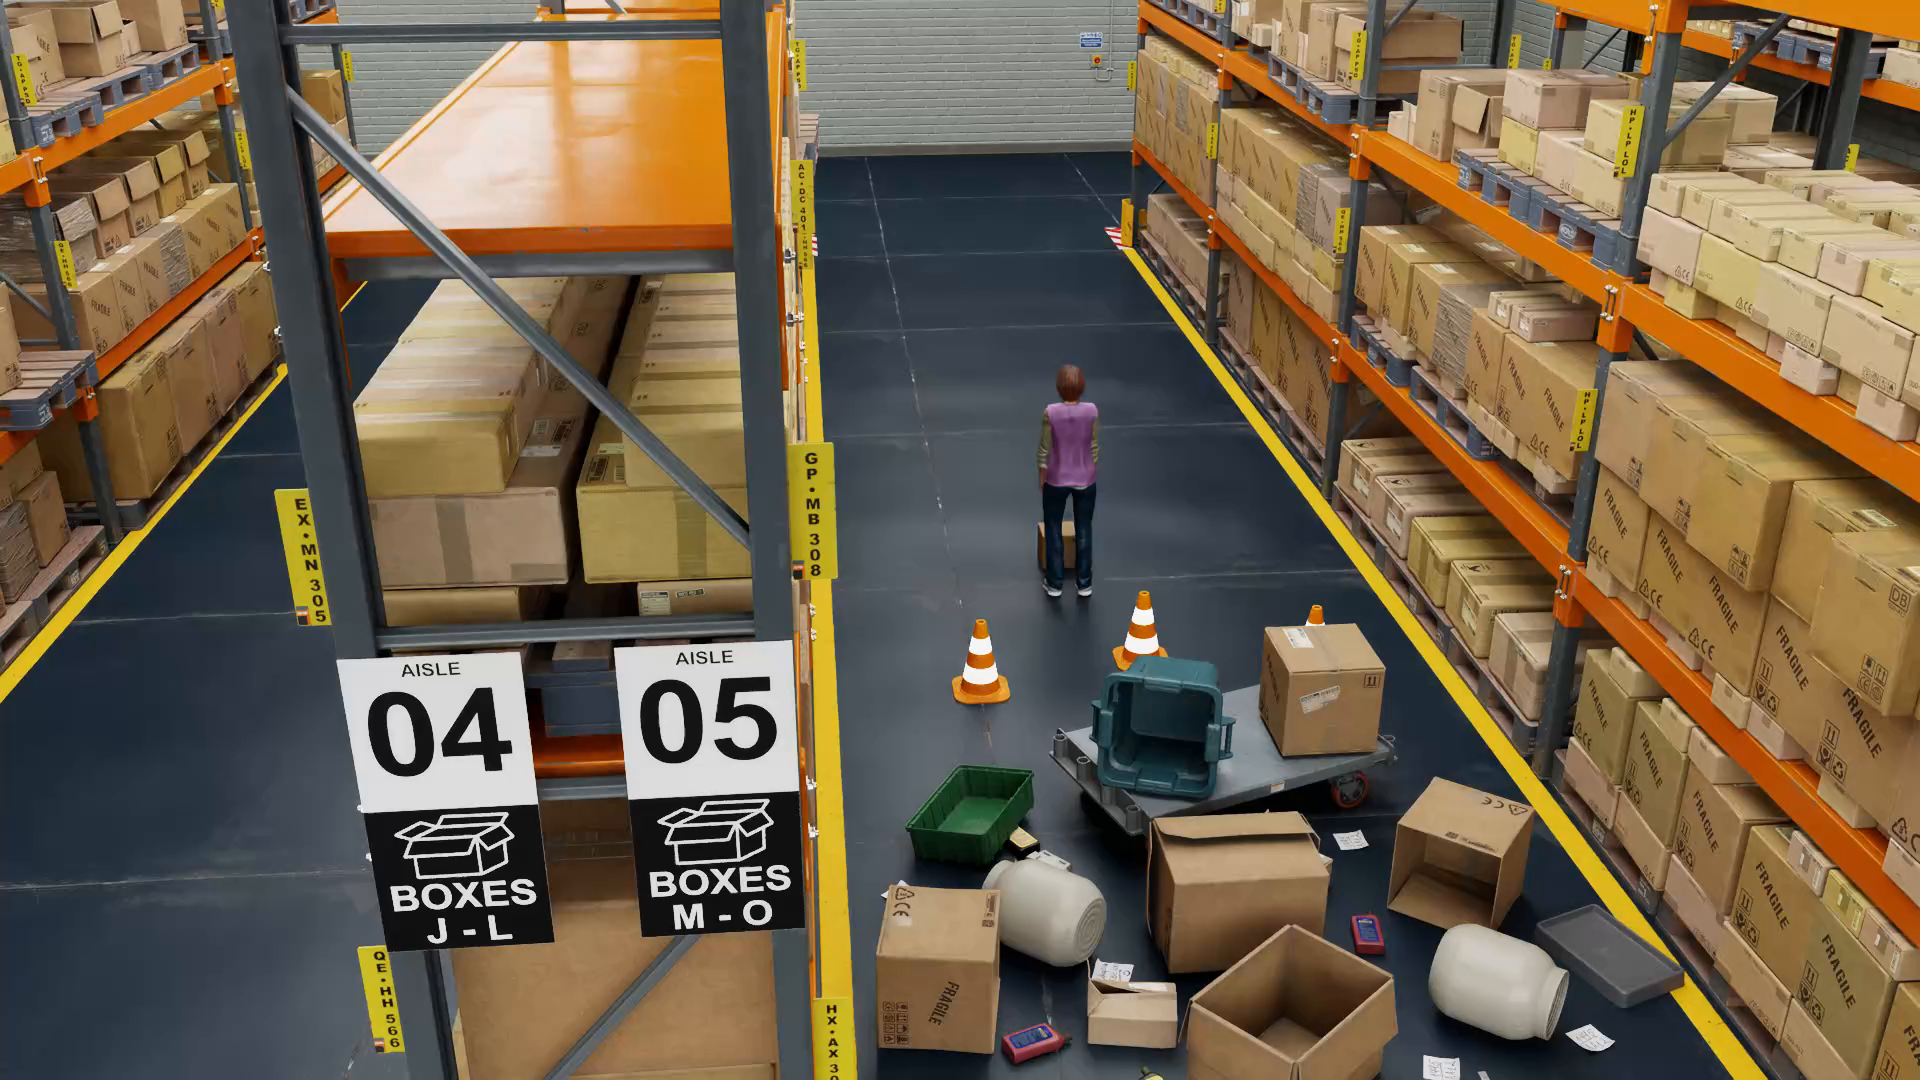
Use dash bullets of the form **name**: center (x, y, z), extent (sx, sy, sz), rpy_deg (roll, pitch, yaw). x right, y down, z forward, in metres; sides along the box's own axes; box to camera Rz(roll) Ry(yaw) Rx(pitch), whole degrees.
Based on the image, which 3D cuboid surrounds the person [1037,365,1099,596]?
- **person**: center (0.706, -0.380, 10.974), extent (0.407, 1.594, 0.301), rpy_deg (-2, 24, -4)
